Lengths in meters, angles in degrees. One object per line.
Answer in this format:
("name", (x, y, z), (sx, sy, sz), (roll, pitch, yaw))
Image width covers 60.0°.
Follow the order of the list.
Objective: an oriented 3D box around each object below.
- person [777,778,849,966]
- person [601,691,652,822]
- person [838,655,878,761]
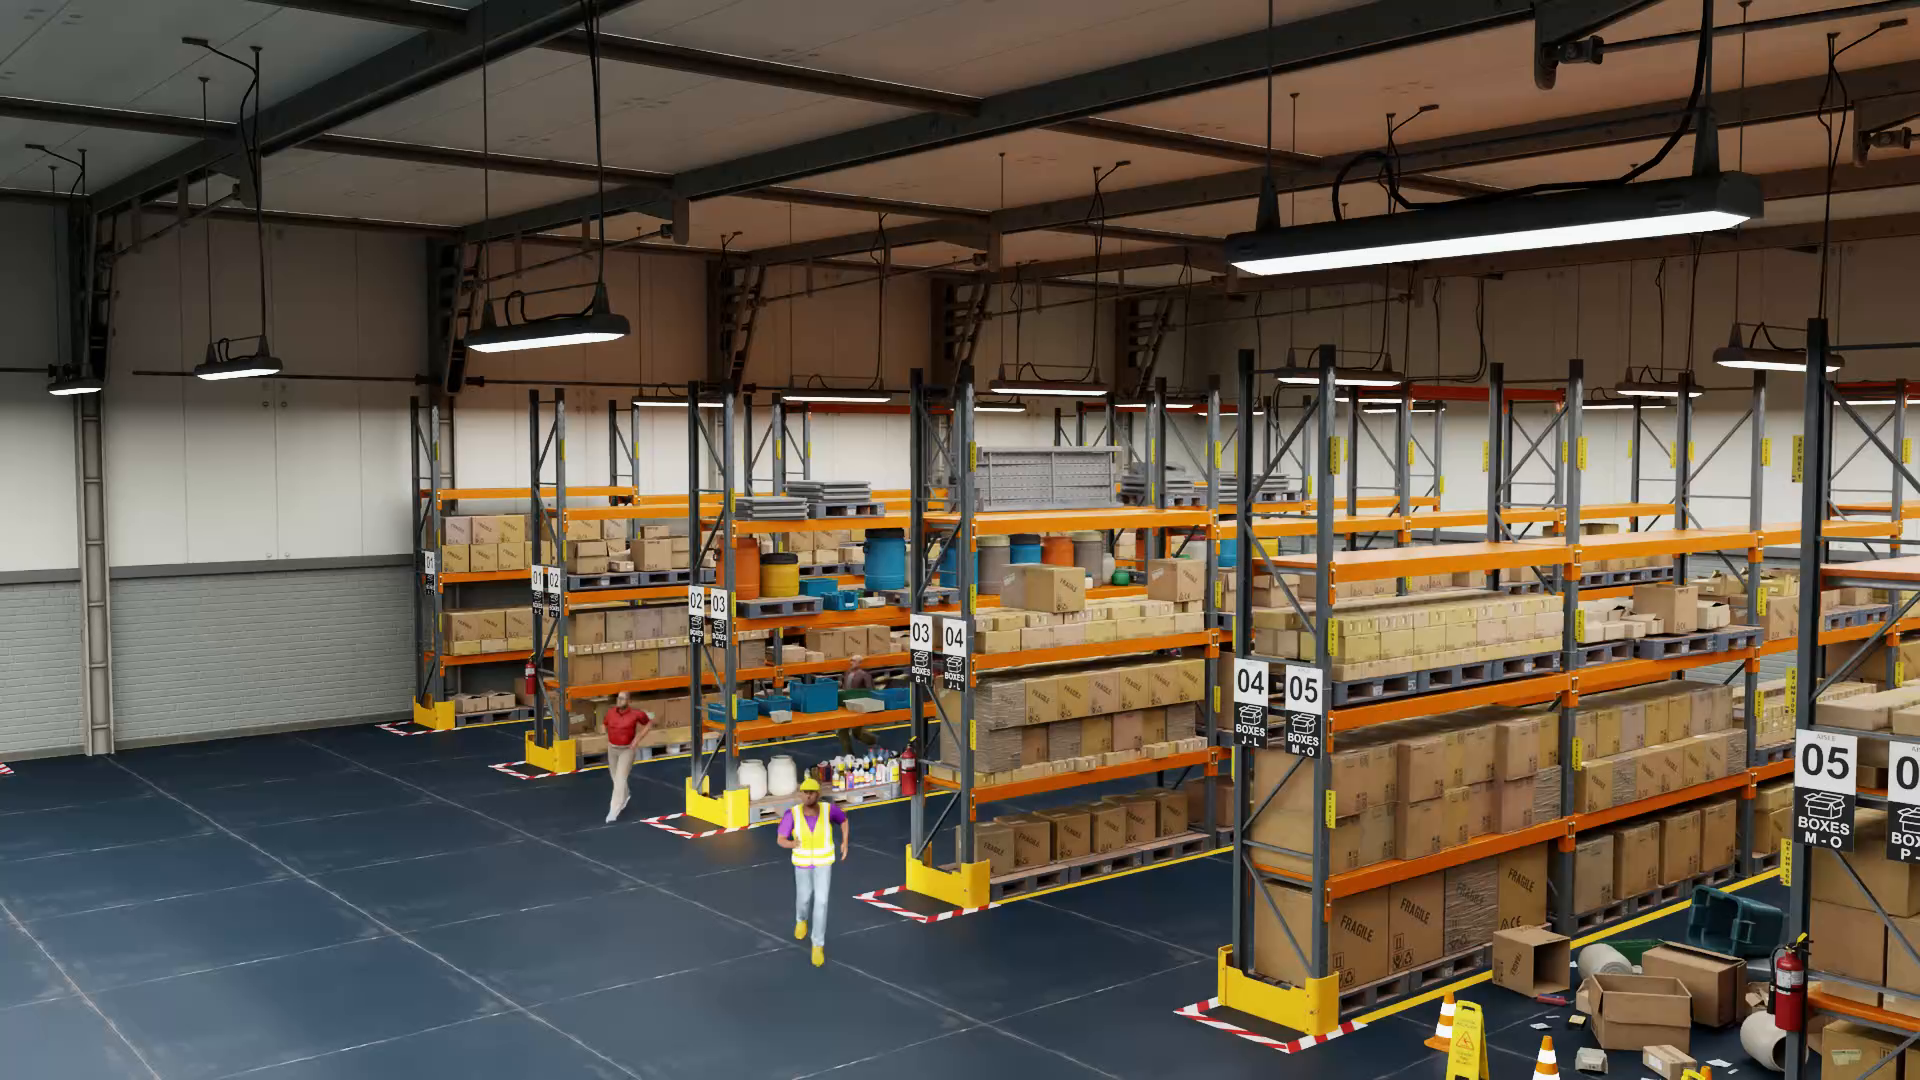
("person", (-1.484, 3.286, 16.824), (0.713, 1.801, 0.948), (0, 3, -2))
("person", (-4.636, 2.961, 22.959), (0.662, 1.789, 0.815), (1, 4, 19))
("person", (-1.686, 2.722, 26.834), (0.715, 1.716, 0.826), (3, 4, 39))
